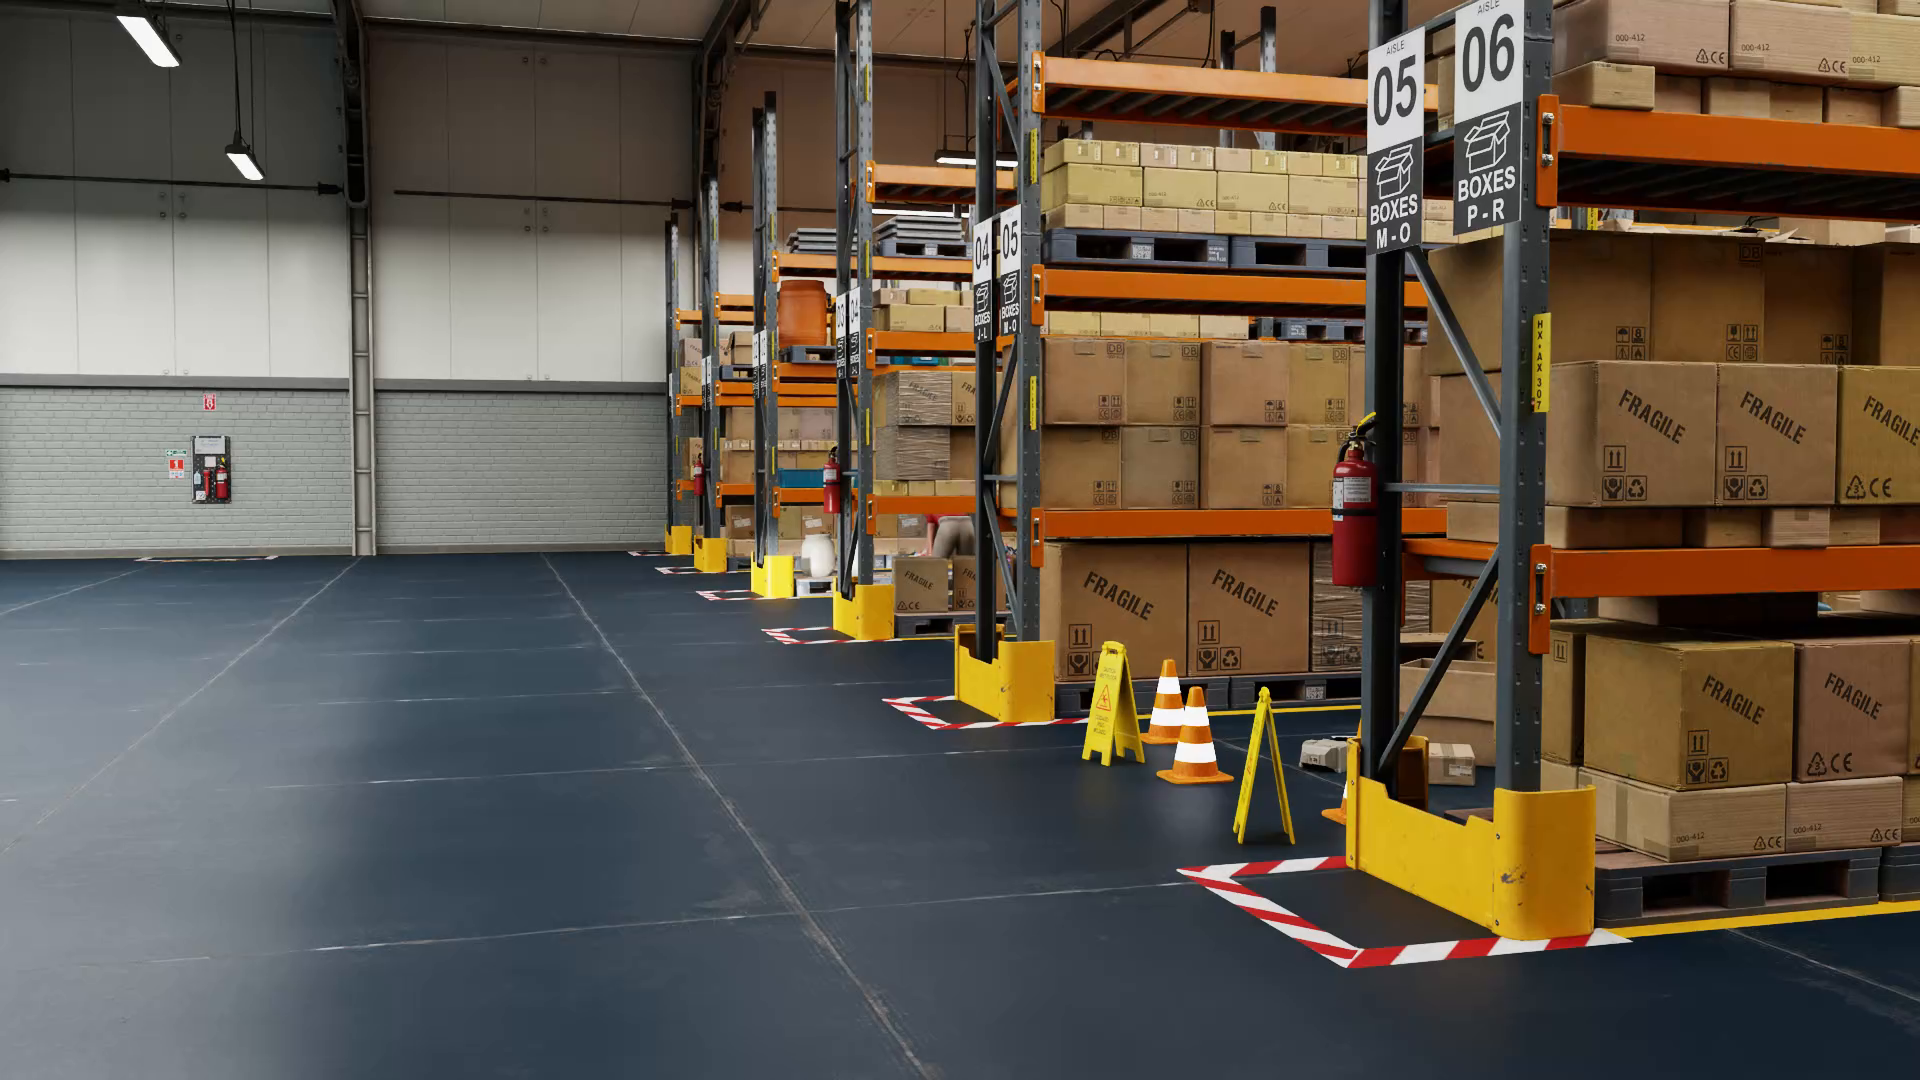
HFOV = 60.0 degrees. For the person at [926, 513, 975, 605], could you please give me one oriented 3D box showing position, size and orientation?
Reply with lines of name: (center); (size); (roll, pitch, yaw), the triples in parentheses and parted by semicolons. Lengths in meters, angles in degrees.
person: (-0.126, 0.034, 18.397); (0.477, 1.455, 0.816); (-1, 3, -18)
